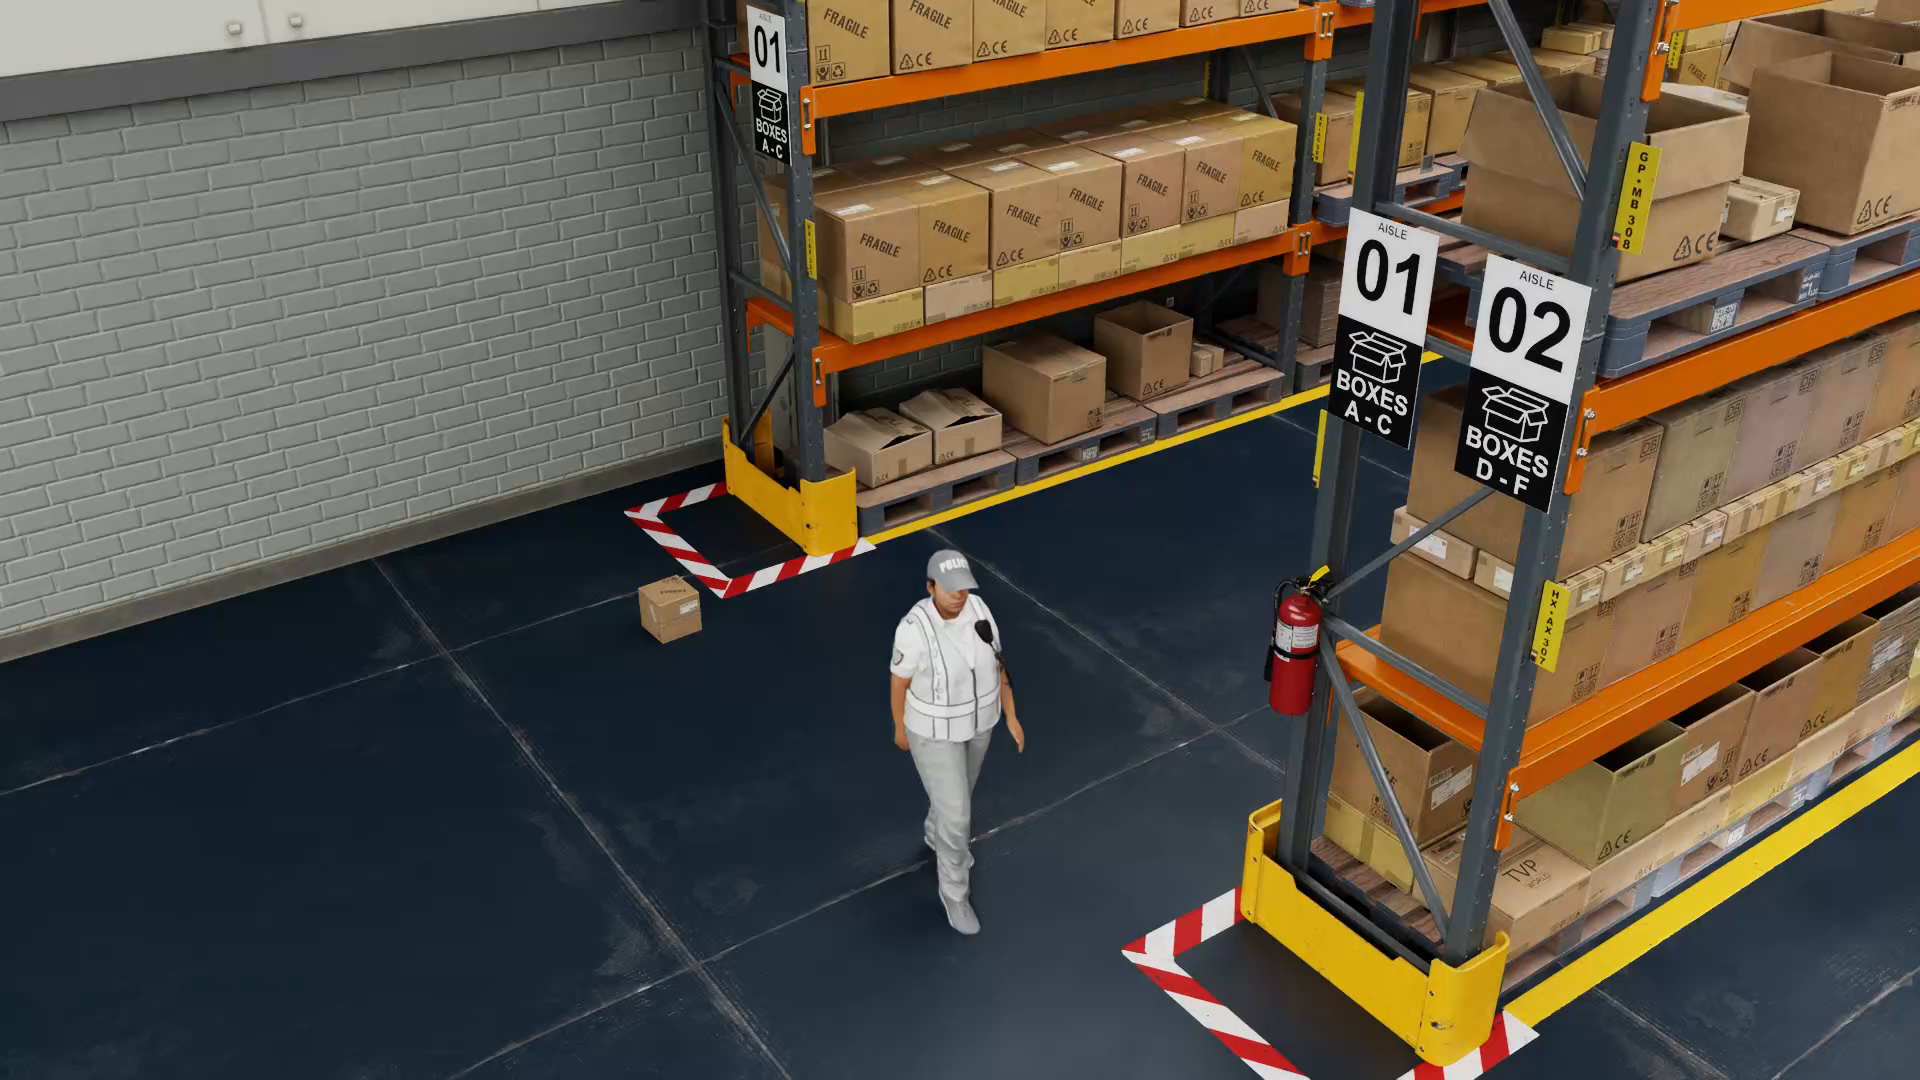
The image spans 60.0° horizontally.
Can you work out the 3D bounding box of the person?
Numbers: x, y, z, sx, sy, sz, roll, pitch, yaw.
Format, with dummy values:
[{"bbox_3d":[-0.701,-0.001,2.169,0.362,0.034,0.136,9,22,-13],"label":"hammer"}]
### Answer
[{"bbox_3d":[0.007,0.837,7.132,0.479,1.719,0.626,-20,35,-32],"label":"person"}]
